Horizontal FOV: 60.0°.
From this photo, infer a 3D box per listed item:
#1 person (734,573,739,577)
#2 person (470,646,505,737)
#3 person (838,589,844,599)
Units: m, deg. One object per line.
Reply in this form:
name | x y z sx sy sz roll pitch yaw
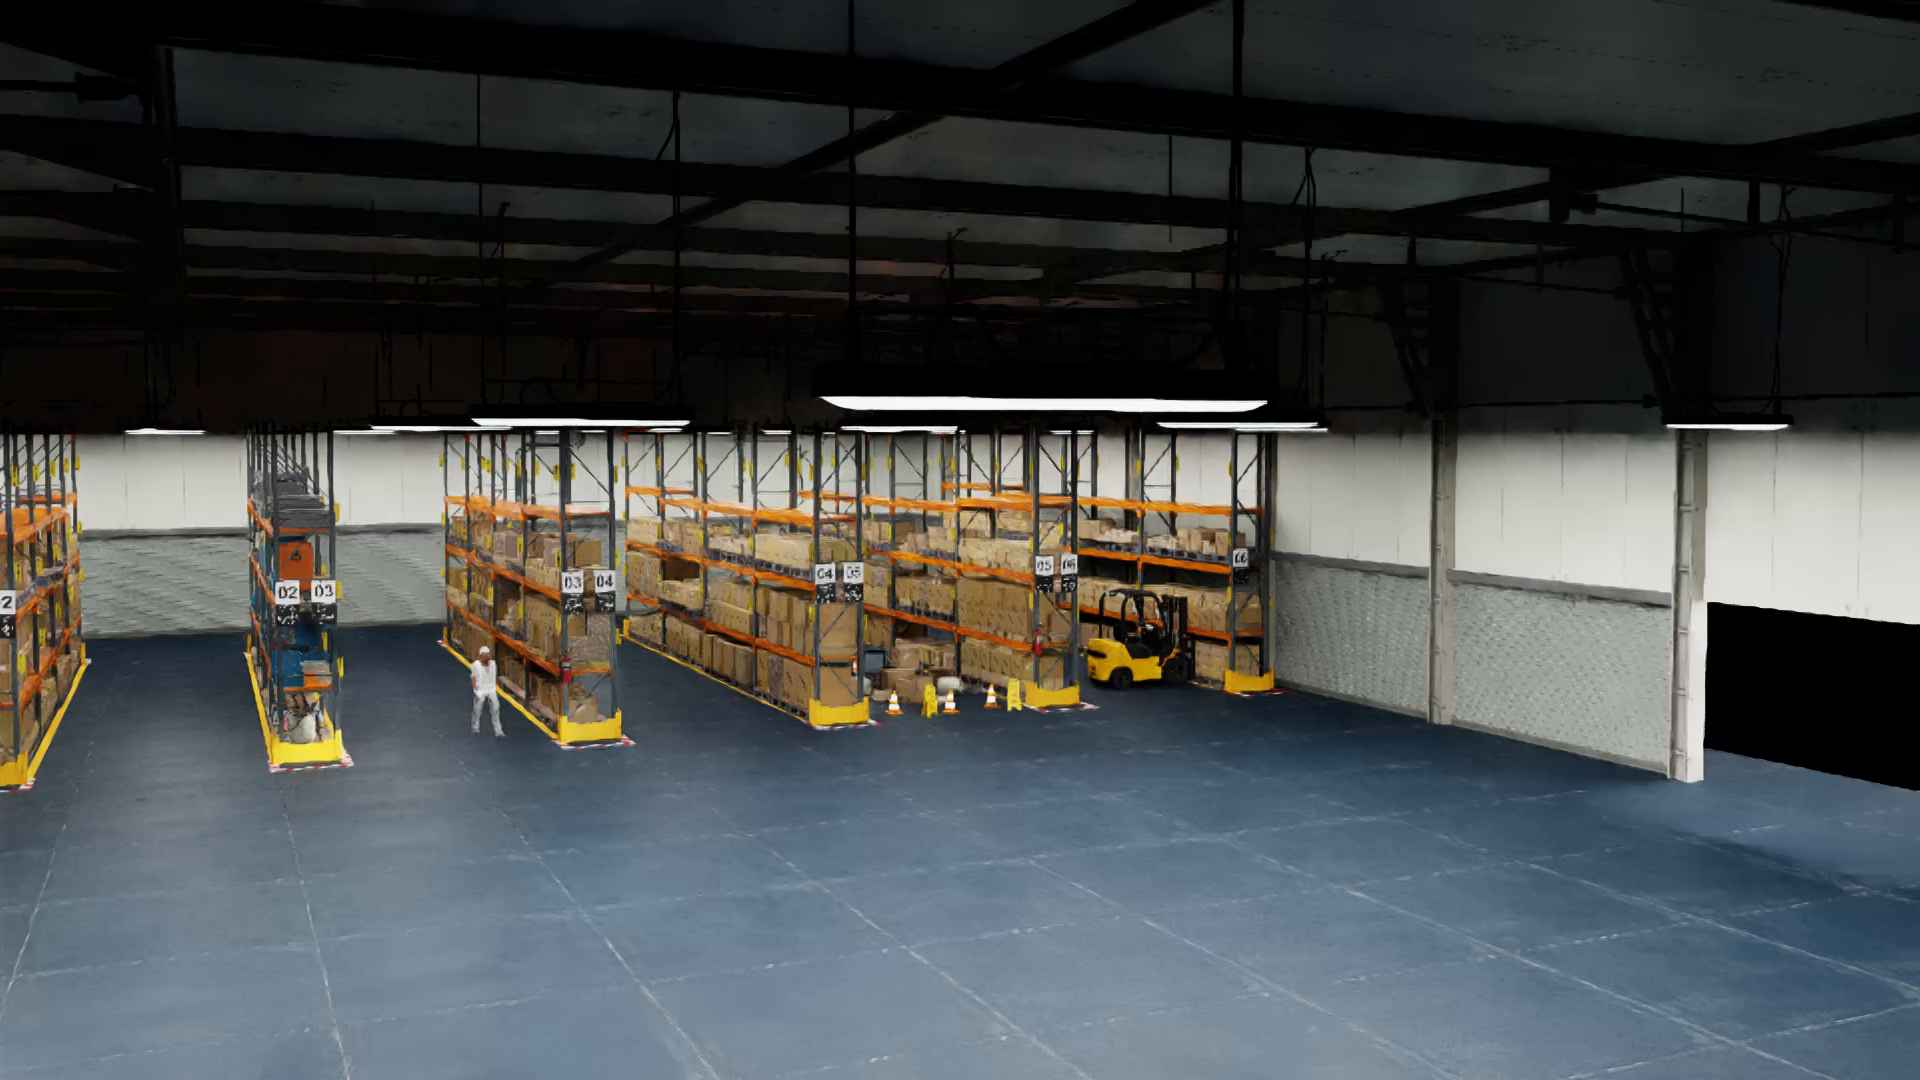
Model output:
person | -6.369 1.844 47.579 0.566 1.786 0.667 -1 4 -10
person | -9.021 2.875 31.586 0.554 1.723 1.031 -2 4 -33
person | -3.047 2.152 42.648 0.647 1.773 0.691 0 4 -2
